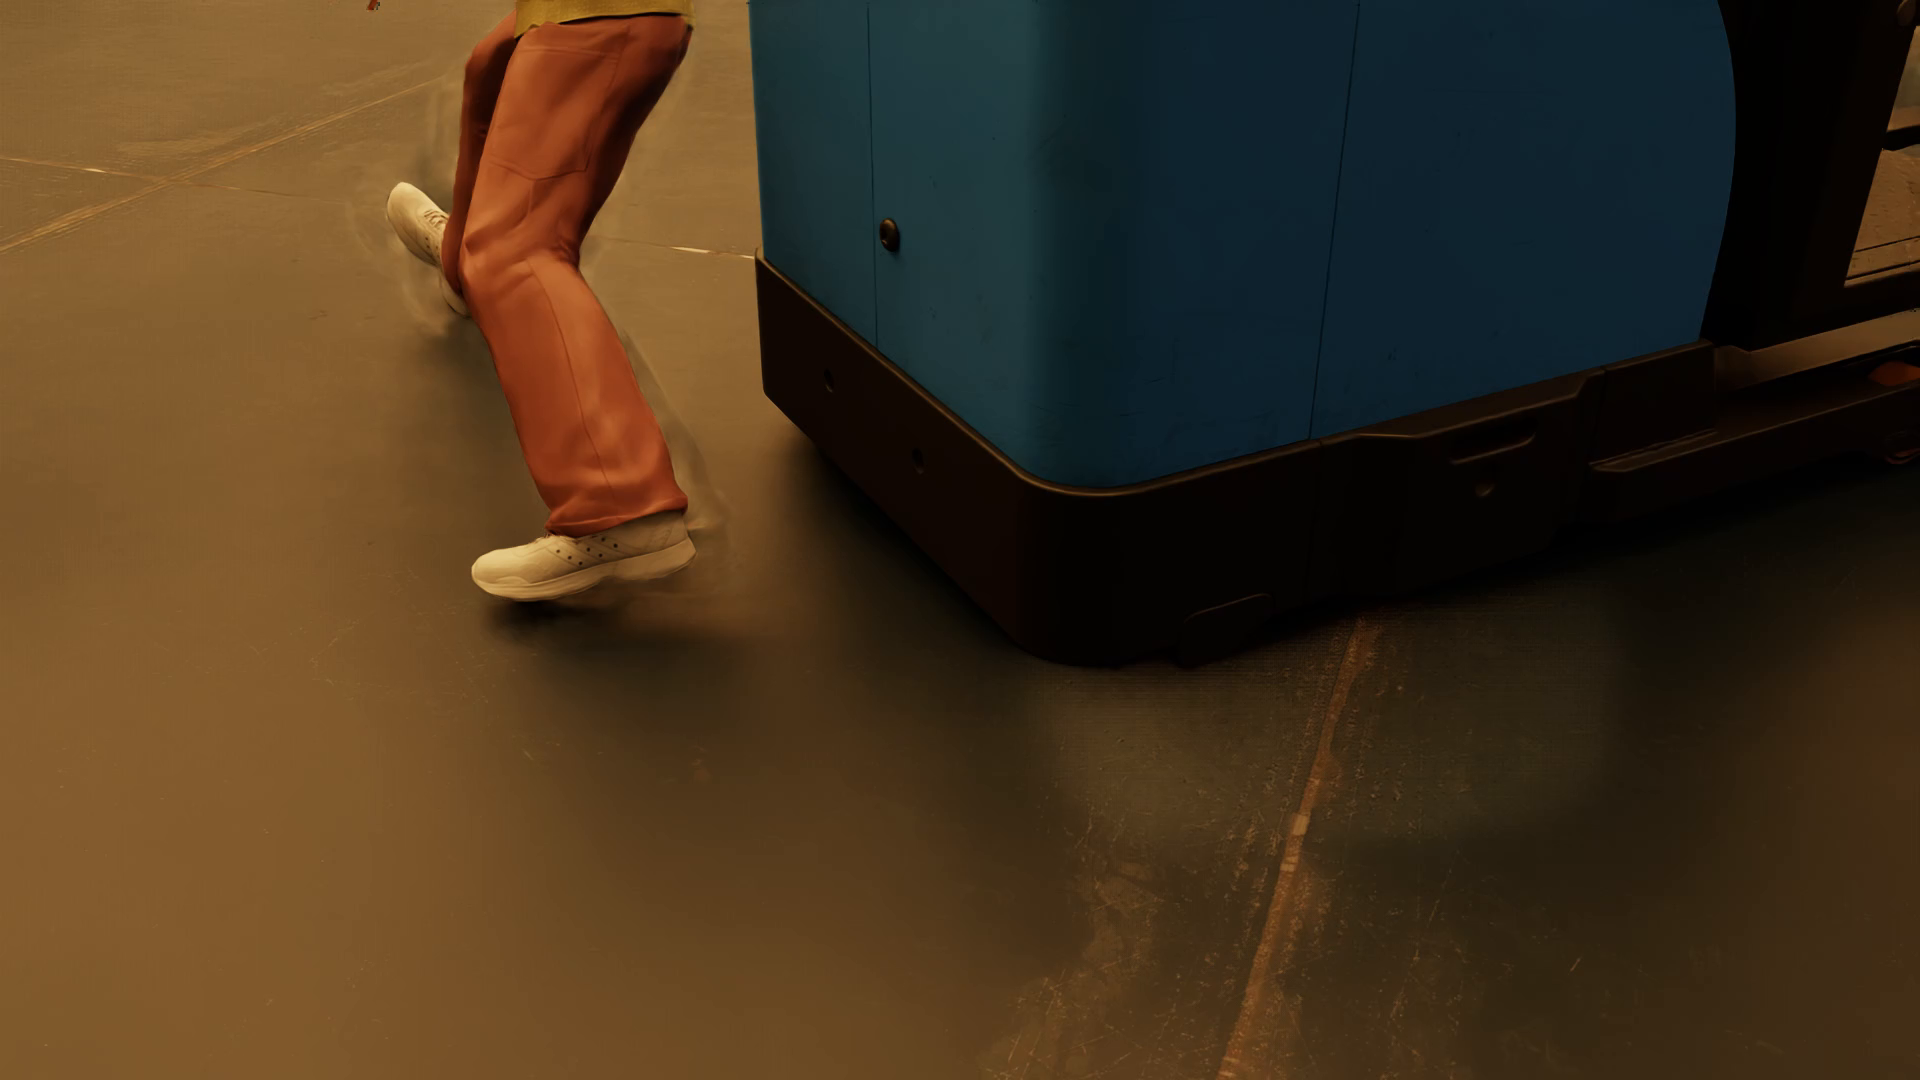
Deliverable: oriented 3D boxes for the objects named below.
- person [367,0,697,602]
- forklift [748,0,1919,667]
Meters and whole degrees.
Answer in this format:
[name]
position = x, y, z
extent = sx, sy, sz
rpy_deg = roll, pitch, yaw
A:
[person]
position = -0.749, -0.779, 2.528
extent = 0.785, 1.345, 1.274
rpy_deg = 1, 30, 1
[forklift]
position = 1.215, -1.614, 2.375
extent = 3.031, 2.935, 1.130
rpy_deg = -14, 33, -24
